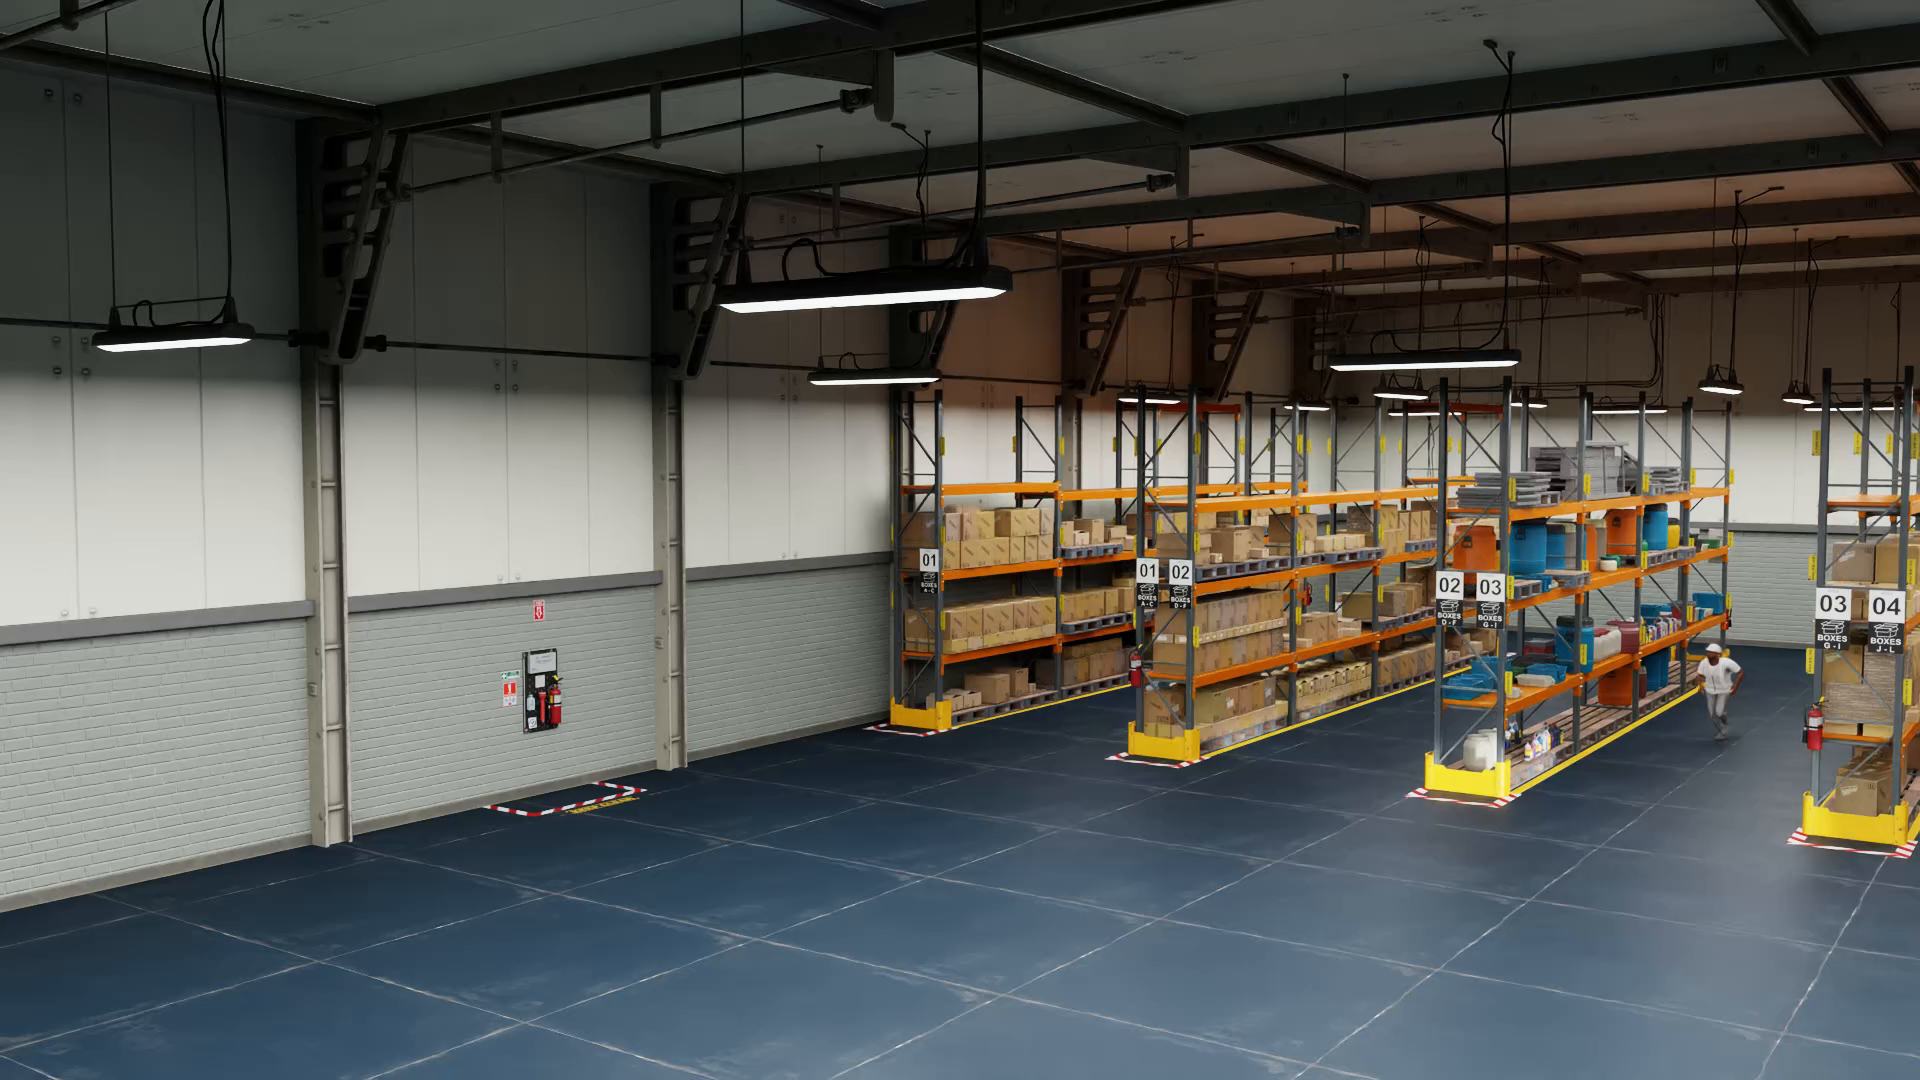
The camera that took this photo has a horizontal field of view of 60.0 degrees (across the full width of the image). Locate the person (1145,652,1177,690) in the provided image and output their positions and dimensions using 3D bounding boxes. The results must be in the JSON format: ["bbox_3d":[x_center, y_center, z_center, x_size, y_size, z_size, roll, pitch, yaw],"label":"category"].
[{"bbox_3d":[4.168,2.193,34.100,0.640,1.717,1.102,2,4,36],"label":"person"}]

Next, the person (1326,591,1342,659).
[{"bbox_3d":[8.765,1.994,38.564,0.528,1.613,1.017,2,4,38],"label":"person"}]

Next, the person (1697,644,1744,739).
[{"bbox_3d":[12.933,2.577,28.284,0.753,1.666,0.688,3,4,44],"label":"person"}]
